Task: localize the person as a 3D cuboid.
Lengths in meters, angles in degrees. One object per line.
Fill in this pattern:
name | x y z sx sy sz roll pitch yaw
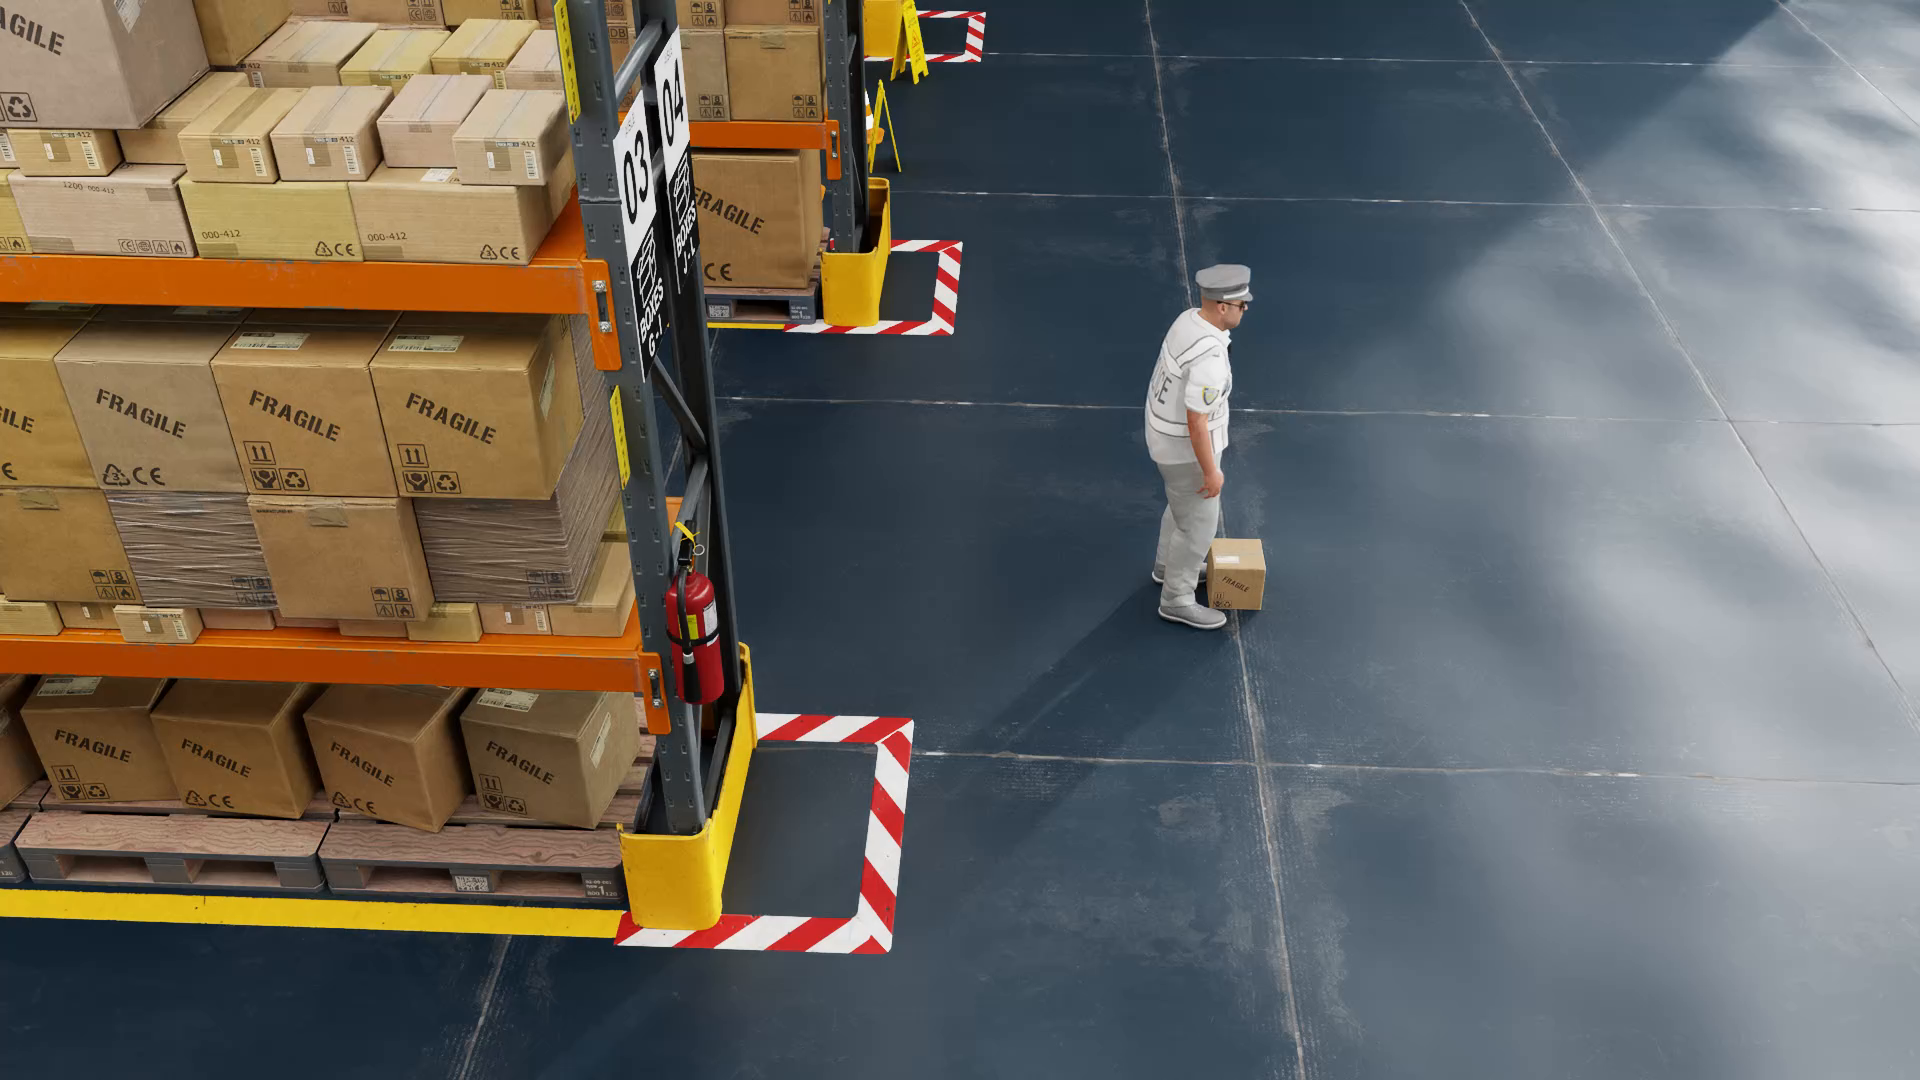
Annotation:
person | 1.077 -0.451 7.742 0.427 1.750 0.602 0 35 0
